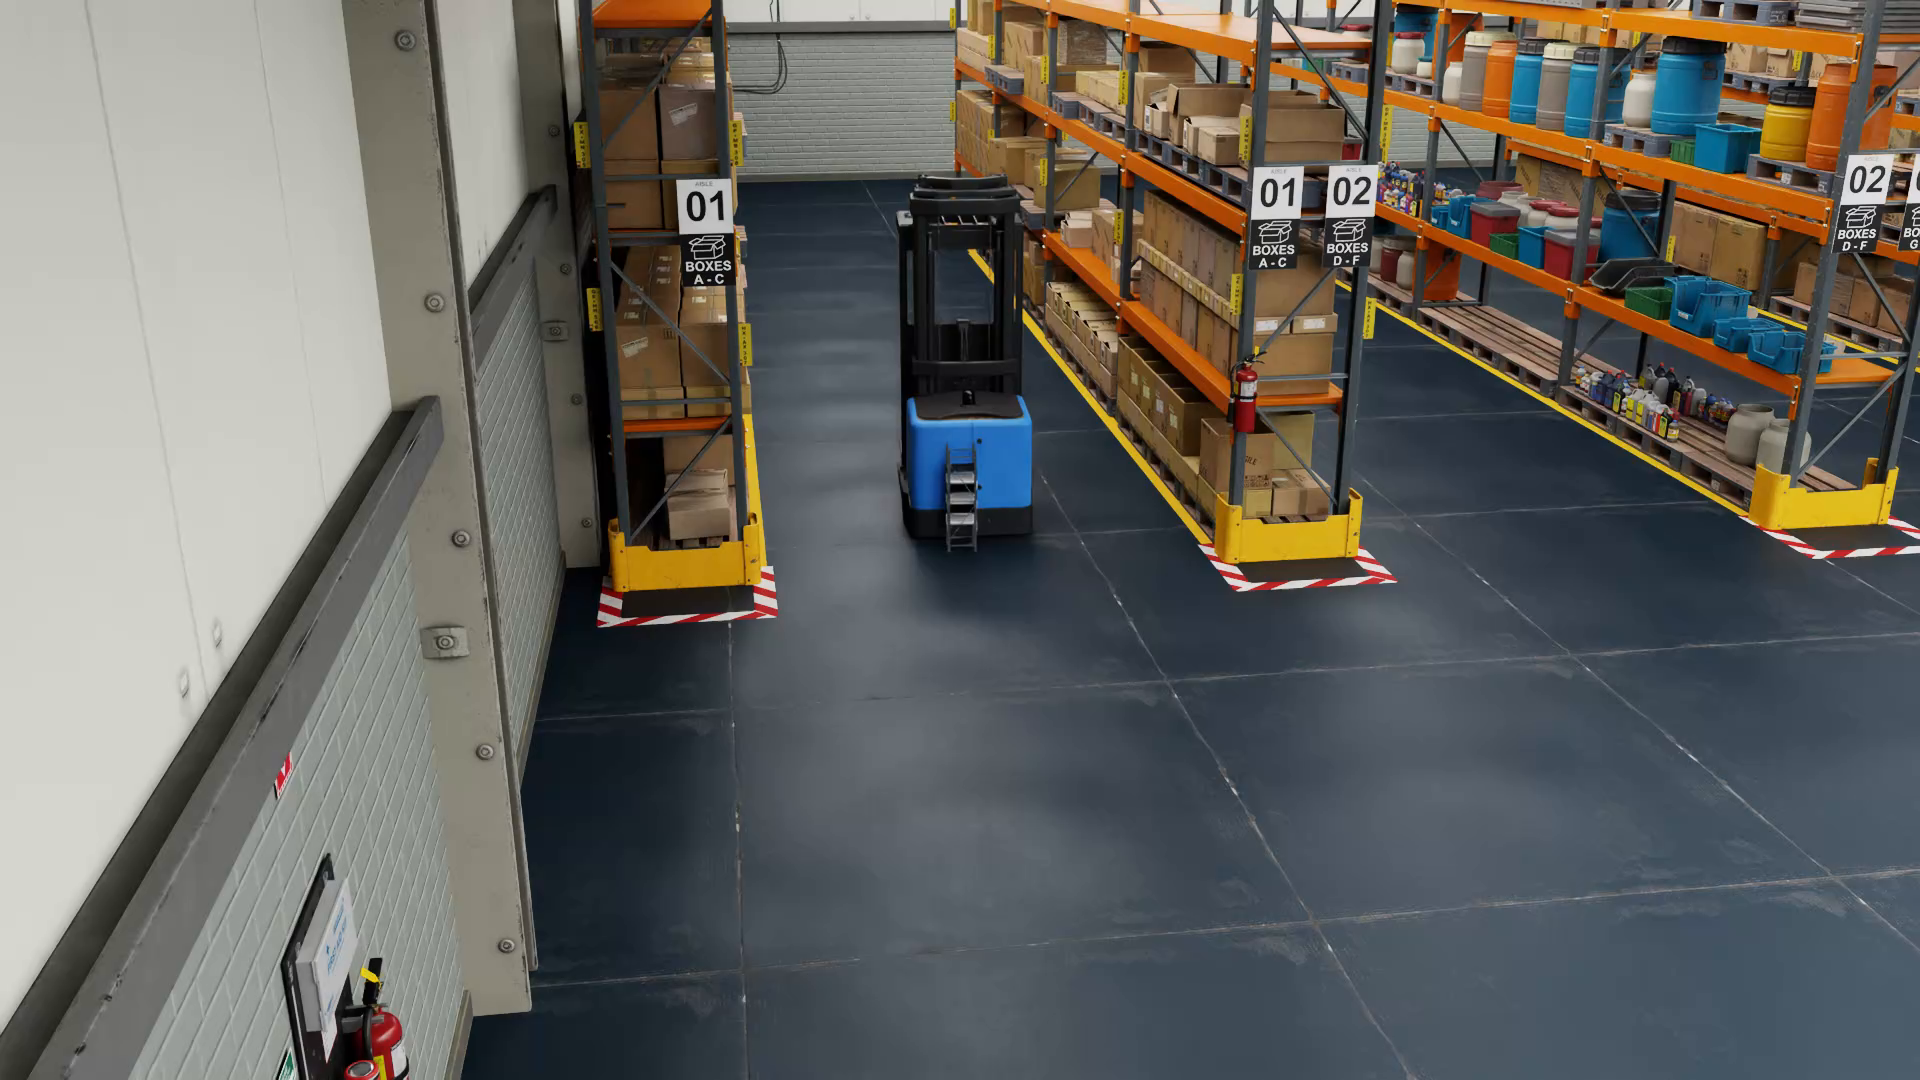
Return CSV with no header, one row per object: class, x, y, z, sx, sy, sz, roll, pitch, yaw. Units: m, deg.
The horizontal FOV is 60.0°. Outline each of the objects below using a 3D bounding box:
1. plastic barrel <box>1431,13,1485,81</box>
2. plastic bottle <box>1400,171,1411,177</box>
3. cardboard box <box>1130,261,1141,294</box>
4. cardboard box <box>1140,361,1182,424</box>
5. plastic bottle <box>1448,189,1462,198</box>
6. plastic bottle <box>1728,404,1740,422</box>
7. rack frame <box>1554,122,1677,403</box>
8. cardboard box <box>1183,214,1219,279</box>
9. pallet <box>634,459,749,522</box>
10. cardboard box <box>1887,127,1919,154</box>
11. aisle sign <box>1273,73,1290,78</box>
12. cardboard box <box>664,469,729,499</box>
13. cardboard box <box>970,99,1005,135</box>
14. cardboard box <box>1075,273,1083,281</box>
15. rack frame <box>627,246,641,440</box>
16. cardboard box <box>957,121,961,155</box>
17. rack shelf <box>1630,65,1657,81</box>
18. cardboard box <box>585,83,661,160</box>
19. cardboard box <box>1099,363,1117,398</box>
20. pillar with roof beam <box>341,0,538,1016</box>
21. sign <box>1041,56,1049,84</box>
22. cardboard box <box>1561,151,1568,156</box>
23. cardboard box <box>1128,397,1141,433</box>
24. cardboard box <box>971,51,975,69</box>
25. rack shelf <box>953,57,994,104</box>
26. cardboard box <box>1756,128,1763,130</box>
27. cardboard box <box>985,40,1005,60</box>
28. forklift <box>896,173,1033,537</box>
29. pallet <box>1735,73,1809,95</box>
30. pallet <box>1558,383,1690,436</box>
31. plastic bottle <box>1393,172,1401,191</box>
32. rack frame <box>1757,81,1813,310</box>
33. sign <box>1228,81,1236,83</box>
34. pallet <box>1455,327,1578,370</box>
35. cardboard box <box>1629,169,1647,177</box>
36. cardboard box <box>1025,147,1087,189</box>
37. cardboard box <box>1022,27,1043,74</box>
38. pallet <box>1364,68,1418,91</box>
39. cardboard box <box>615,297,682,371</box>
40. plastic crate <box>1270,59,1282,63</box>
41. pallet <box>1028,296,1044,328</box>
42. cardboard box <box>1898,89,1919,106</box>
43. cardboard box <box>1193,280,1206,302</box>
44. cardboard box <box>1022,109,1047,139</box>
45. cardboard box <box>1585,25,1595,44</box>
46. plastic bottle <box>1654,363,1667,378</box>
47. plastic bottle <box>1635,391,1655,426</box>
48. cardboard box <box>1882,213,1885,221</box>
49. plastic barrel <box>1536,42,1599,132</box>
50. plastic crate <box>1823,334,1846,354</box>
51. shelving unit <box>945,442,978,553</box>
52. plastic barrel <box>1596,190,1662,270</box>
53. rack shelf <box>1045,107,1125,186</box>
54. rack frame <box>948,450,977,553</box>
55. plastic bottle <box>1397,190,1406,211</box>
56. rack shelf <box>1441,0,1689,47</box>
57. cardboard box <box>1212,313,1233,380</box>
plastic barrel,6.395,-6.324,21.360,0.600,0.830,0.708,-3,21,-8
plastic bottle,6.418,-5.183,23.984,0.152,0.276,0.135,-3,21,-8
cardboard box,2.034,-2.789,17.610,0.500,0.250,0.500,-2,21,-4
cardboard box,2.049,-1.428,16.010,0.500,0.500,0.500,-3,21,-8
plastic bottle,6.664,-4.592,22.402,0.152,0.276,0.135,-3,21,-8
plastic bottle,7.659,-1.211,16.424,0.061,0.283,0.133,-3,21,-7
rack frame,7.050,-2.939,17.798,1.000,3.000,0.127,-3,21,-8
cardboard box,2.435,-2.671,15.082,0.700,0.500,0.500,-3,21,-8
pallet,-2.443,-0.479,15.197,1.003,0.211,1.213,-3,21,-8
cardboard box,15.372,-6.513,26.800,0.500,0.500,0.500,-3,21,-8
aisle sign,5.600,-8.351,28.574,0.394,0.787,0.004,-3,21,-8
cardboard box,-2.270,-0.443,14.328,0.500,0.311,0.500,-1,21,-3
cardboard box,0.445,-6.664,26.199,0.500,0.500,0.500,-3,21,-8
cardboard box,1.789,-3.283,21.662,0.500,0.500,0.500,-2,21,-5
rack frame,-2.753,-2.439,16.461,1.000,3.000,0.127,-3,21,-8
cardboard box,0.221,-6.725,27.793,0.500,0.500,0.500,-2,21,-7
rack shelf,10.510,-7.719,27.338,1.077,0.370,4.000,-3,21,-8
cardboard box,-2.498,-3.120,12.396,0.500,0.500,0.500,-2,21,-5
cardboard box,1.801,-1.728,17.886,0.500,0.250,0.500,-3,21,-8
pillar with roof beam,1.991,-2.203,7.254,9.100,9.000,0.400,-3,21,-8
sign,1.034,-5.696,20.154,0.100,0.325,0.005,-3,21,-8
cardboard box,10.209,-6.463,27.593,0.380,0.149,0.250,-3,21,-7
cardboard box,1.982,-1.250,16.606,0.500,0.250,0.500,-3,21,-8
cardboard box,0.452,-7.470,25.857,0.500,0.250,0.500,-3,21,-8
rack shelf,0.706,-7.221,26.004,1.077,0.370,4.000,-3,21,-8
cardboard box,11.285,-5.345,22.662,0.797,0.503,0.637,-2,21,-6
cardboard box,0.656,-7.184,24.377,0.500,0.250,0.500,-3,21,-8
forklift,-0.007,-1.871,15.037,1.130,2.935,3.031,-1,21,-4
pallet,11.229,-6.111,22.273,1.213,0.211,1.003,-2,21,-5
pallet,7.106,-1.398,17.658,1.003,0.211,1.213,-3,21,-8
plastic bottle,6.298,-5.168,23.950,0.097,0.271,0.097,0,20,0
rack frame,11.375,-4.574,22.175,1.000,3.000,0.127,-3,21,-8
sign,2.697,-4.404,16.580,0.100,0.325,0.005,-3,21,-8
pallet,6.719,-2.326,20.142,1.003,0.211,1.213,-3,21,-8
cardboard box,10.617,-5.834,25.406,0.500,0.500,0.500,-3,21,-8
cardboard box,1.310,-5.095,22.829,0.700,0.500,0.500,-8,22,-21
cardboard box,1.189,-6.516,22.203,0.600,0.600,0.600,-4,21,-10
pallet,6.273,-6.367,22.958,1.003,0.211,1.213,-3,21,-8
cardboard box,-2.518,-1.672,13.520,0.500,0.500,0.500,-3,21,-7
plastic crate,5.269,-7.927,26.955,0.504,0.338,0.767,-3,21,-8
pallet,1.501,-3.030,22.026,1.003,0.211,1.213,-3,21,-8
cardboard box,11.348,-5.378,20.255,0.500,0.250,0.500,-2,21,-7
cardboard box,2.293,-2.227,14.822,0.380,0.149,0.250,-2,21,-6
cardboard box,1.205,-6.153,24.831,0.500,0.500,0.500,-2,21,-6
cardboard box,10.618,-8.297,26.970,0.700,0.500,0.500,-2,21,-5
plastic bottle,7.428,-1.696,17.627,0.144,0.351,0.185,-3,21,-9
plastic bottle,6.871,-1.327,16.639,0.144,0.351,0.185,-2,21,-6
cardboard box,11.389,-4.108,20.543,0.500,0.250,0.500,-4,21,-9
plastic barrel,6.668,-4.971,18.234,0.600,0.901,0.600,0,20,0
plastic crate,7.816,-1.757,15.009,0.298,0.136,0.250,-3,21,-8
shelving unit,0.011,-0.350,13.867,0.258,0.900,0.210,-1,21,-4
plastic barrel,7.294,-3.323,18.110,0.600,0.901,0.708,-3,21,-8
rack shelf,1.860,-4.451,18.588,1.077,0.370,4.000,-3,21,-8
rack frame,0.019,-0.314,13.772,0.240,0.900,0.006,-1,21,-4
plastic bottle,5.933,-4.570,22.350,0.097,0.271,0.097,0,20,0
rack shelf,6.762,-5.918,18.799,1.077,0.370,4.000,-3,21,-8
cardboard box,2.589,-1.696,14.328,0.700,0.500,0.500,-2,21,-6
